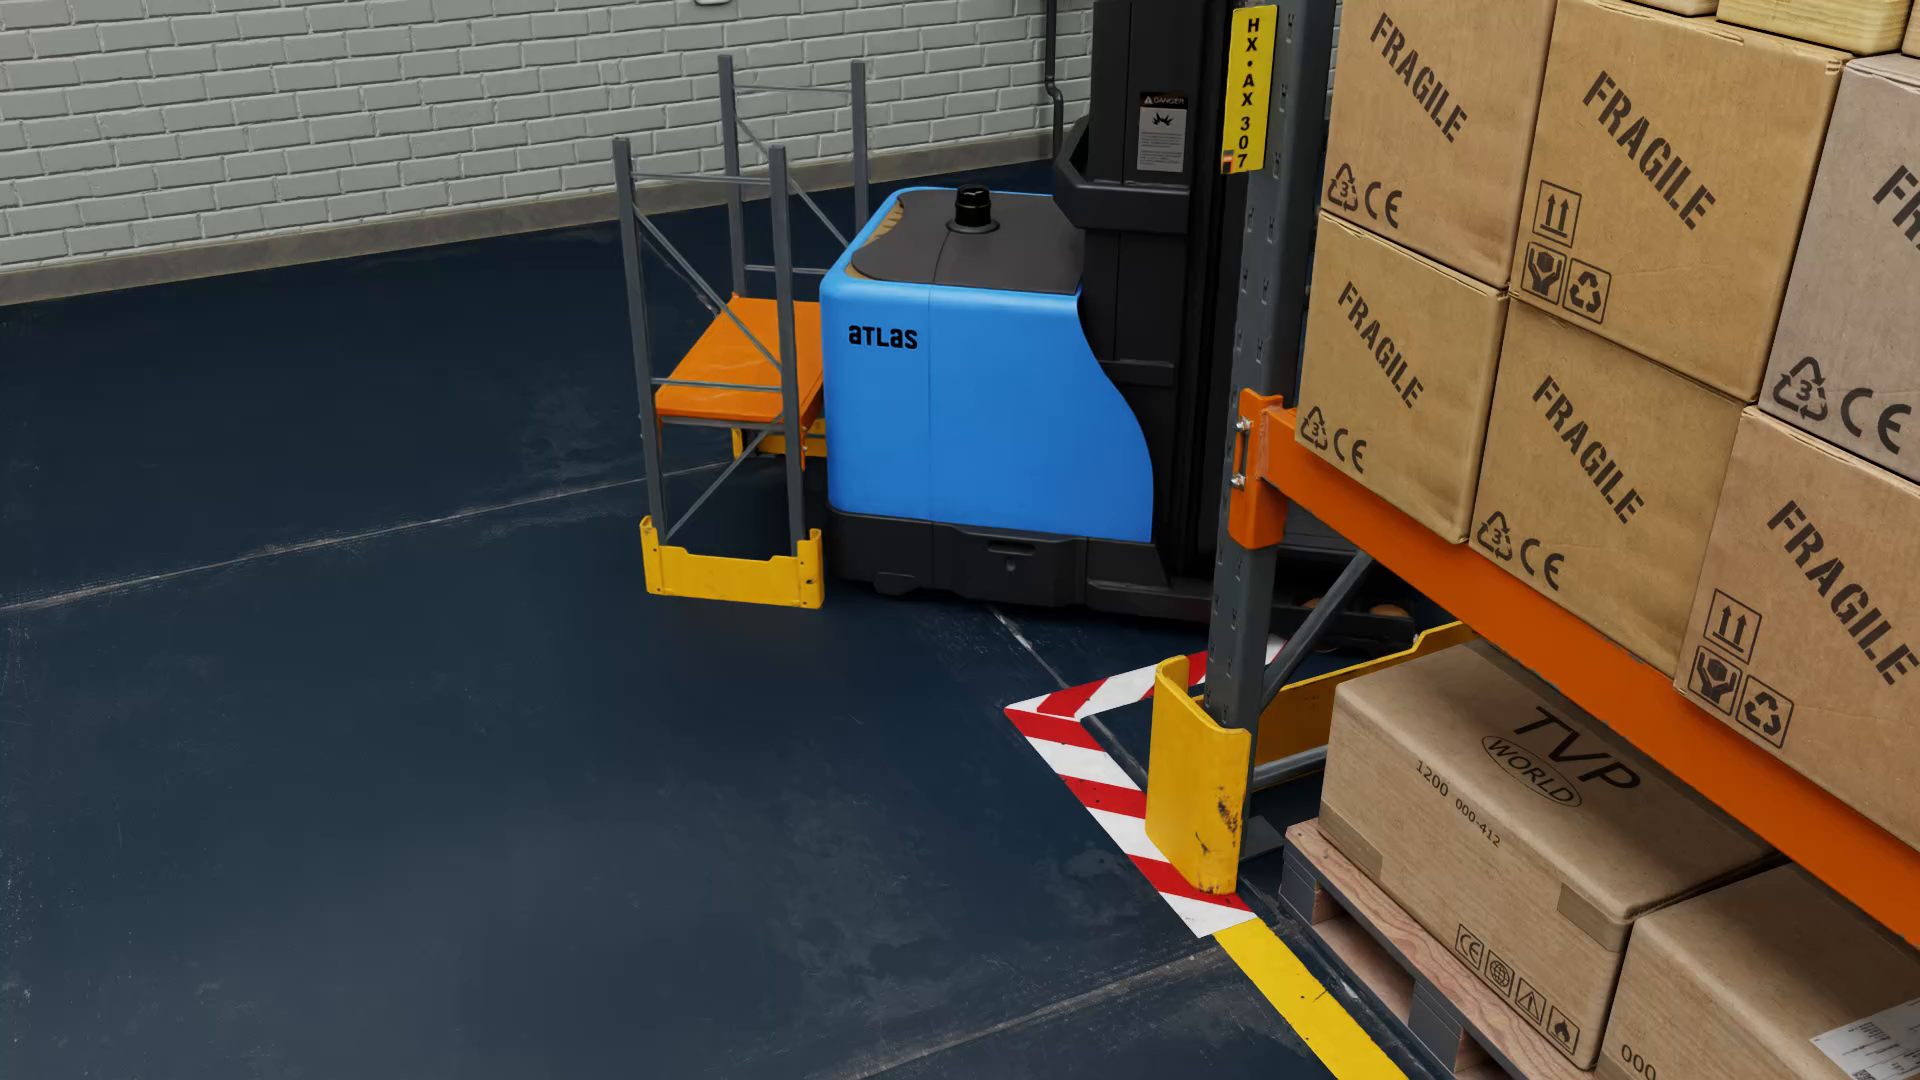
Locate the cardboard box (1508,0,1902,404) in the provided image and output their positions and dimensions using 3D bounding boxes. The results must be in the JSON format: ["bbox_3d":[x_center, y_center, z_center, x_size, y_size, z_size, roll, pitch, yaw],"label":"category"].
[{"bbox_3d":[1.254,-0.576,2.586,0.500,0.500,0.500,-14,32,-23],"label":"cardboard box"}]

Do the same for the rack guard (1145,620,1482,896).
[{"bbox_3d":[1.067,0.484,4.375,1.175,0.500,0.348,-13,32,-22],"label":"rack guard"}]

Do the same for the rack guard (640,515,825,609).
[{"bbox_3d":[-0.734,0.070,5.370,0.587,0.250,0.087,5,30,8],"label":"rack guard"}]

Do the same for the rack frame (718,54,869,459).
[{"bbox_3d":[-0.565,-0.956,5.922,0.500,1.500,0.032,5,30,8],"label":"rack frame"}]

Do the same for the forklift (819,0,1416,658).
[{"bbox_3d":[1.134,-1.196,4.887,3.031,2.935,1.130,6,30,10],"label":"forklift"}]

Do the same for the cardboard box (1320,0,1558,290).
[{"bbox_3d":[1.026,-0.803,2.991,0.500,0.500,0.500,-14,32,-23],"label":"cardboard box"}]

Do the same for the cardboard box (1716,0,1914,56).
[{"bbox_3d":[1.294,-0.791,2.306,0.380,0.149,0.250,-14,32,-24],"label":"cardboard box"}]

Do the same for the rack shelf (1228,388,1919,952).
[{"bbox_3d":[1.936,0.602,2.345,1.077,0.370,4.000,-13,32,-22],"label":"rack shelf"}]

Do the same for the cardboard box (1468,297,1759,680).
[{"bbox_3d":[1.267,-0.149,2.846,0.500,0.500,0.500,-14,32,-23],"label":"cardboard box"}]

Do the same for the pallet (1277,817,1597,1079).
[{"bbox_3d":[1.491,0.958,3.826,1.003,0.211,1.213,-13,32,-22],"label":"pallet"}]

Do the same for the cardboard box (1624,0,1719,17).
[{"bbox_3d":[1.165,-0.903,2.506,0.380,0.149,0.250,-12,31,-20],"label":"cardboard box"}]

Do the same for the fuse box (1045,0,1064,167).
[{"bbox_3d":[0.596,-2.896,9.165,0.539,1.711,0.414,-13,32,-22],"label":"fuse box"}]

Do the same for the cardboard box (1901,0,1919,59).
[{"bbox_3d":[1.454,-0.686,2.118,0.380,0.149,0.250,-13,32,-22],"label":"cardboard box"}]

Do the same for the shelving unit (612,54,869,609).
[{"bbox_3d":[-0.649,-0.715,5.492,0.587,1.500,1.083,5,30,8],"label":"shelving unit"}]

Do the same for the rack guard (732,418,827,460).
[{"bbox_3d":[-0.565,-0.410,6.226,0.587,0.250,0.087,5,30,8],"label":"rack guard"}]

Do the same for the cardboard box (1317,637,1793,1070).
[{"bbox_3d":[1.451,0.610,3.786,0.875,0.438,0.875,-14,32,-24],"label":"cardboard box"}]

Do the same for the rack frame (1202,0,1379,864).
[{"bbox_3d":[1.077,-0.595,3.745,1.000,3.000,0.127,-13,32,-22],"label":"rack frame"}]

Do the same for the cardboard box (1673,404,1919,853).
[{"bbox_3d":[1.469,0.080,2.439,0.500,0.500,0.500,-13,32,-22],"label":"cardboard box"}]

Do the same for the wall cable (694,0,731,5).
[{"bbox_3d":[-1.364,-3.538,7.922,0.585,1.953,0.123,-13,32,-22],"label":"wall cable"}]

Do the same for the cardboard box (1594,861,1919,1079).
[{"bbox_3d":[1.852,1.012,3.068,0.875,0.438,0.875,-12,32,-21],"label":"cardboard box"}]

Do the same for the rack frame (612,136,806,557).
[{"bbox_3d":[-0.737,-0.466,5.047,0.500,1.500,0.032,5,30,8],"label":"rack frame"}]

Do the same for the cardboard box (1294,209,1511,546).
[{"bbox_3d":[1.024,-0.366,3.234,0.500,0.500,0.500,-13,32,-22],"label":"cardboard box"}]

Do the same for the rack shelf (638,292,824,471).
[{"bbox_3d":[-0.651,-0.554,5.572,0.538,0.185,1.000,5,30,8],"label":"rack shelf"}]

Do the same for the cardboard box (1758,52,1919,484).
[{"bbox_3d":[1.482,-0.351,2.184,0.500,0.500,0.500,-13,32,-22],"label":"cardboard box"}]

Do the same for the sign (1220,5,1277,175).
[{"bbox_3d":[0.574,-0.893,3.310,0.100,0.325,0.005,-13,32,-22],"label":"sign"}]
